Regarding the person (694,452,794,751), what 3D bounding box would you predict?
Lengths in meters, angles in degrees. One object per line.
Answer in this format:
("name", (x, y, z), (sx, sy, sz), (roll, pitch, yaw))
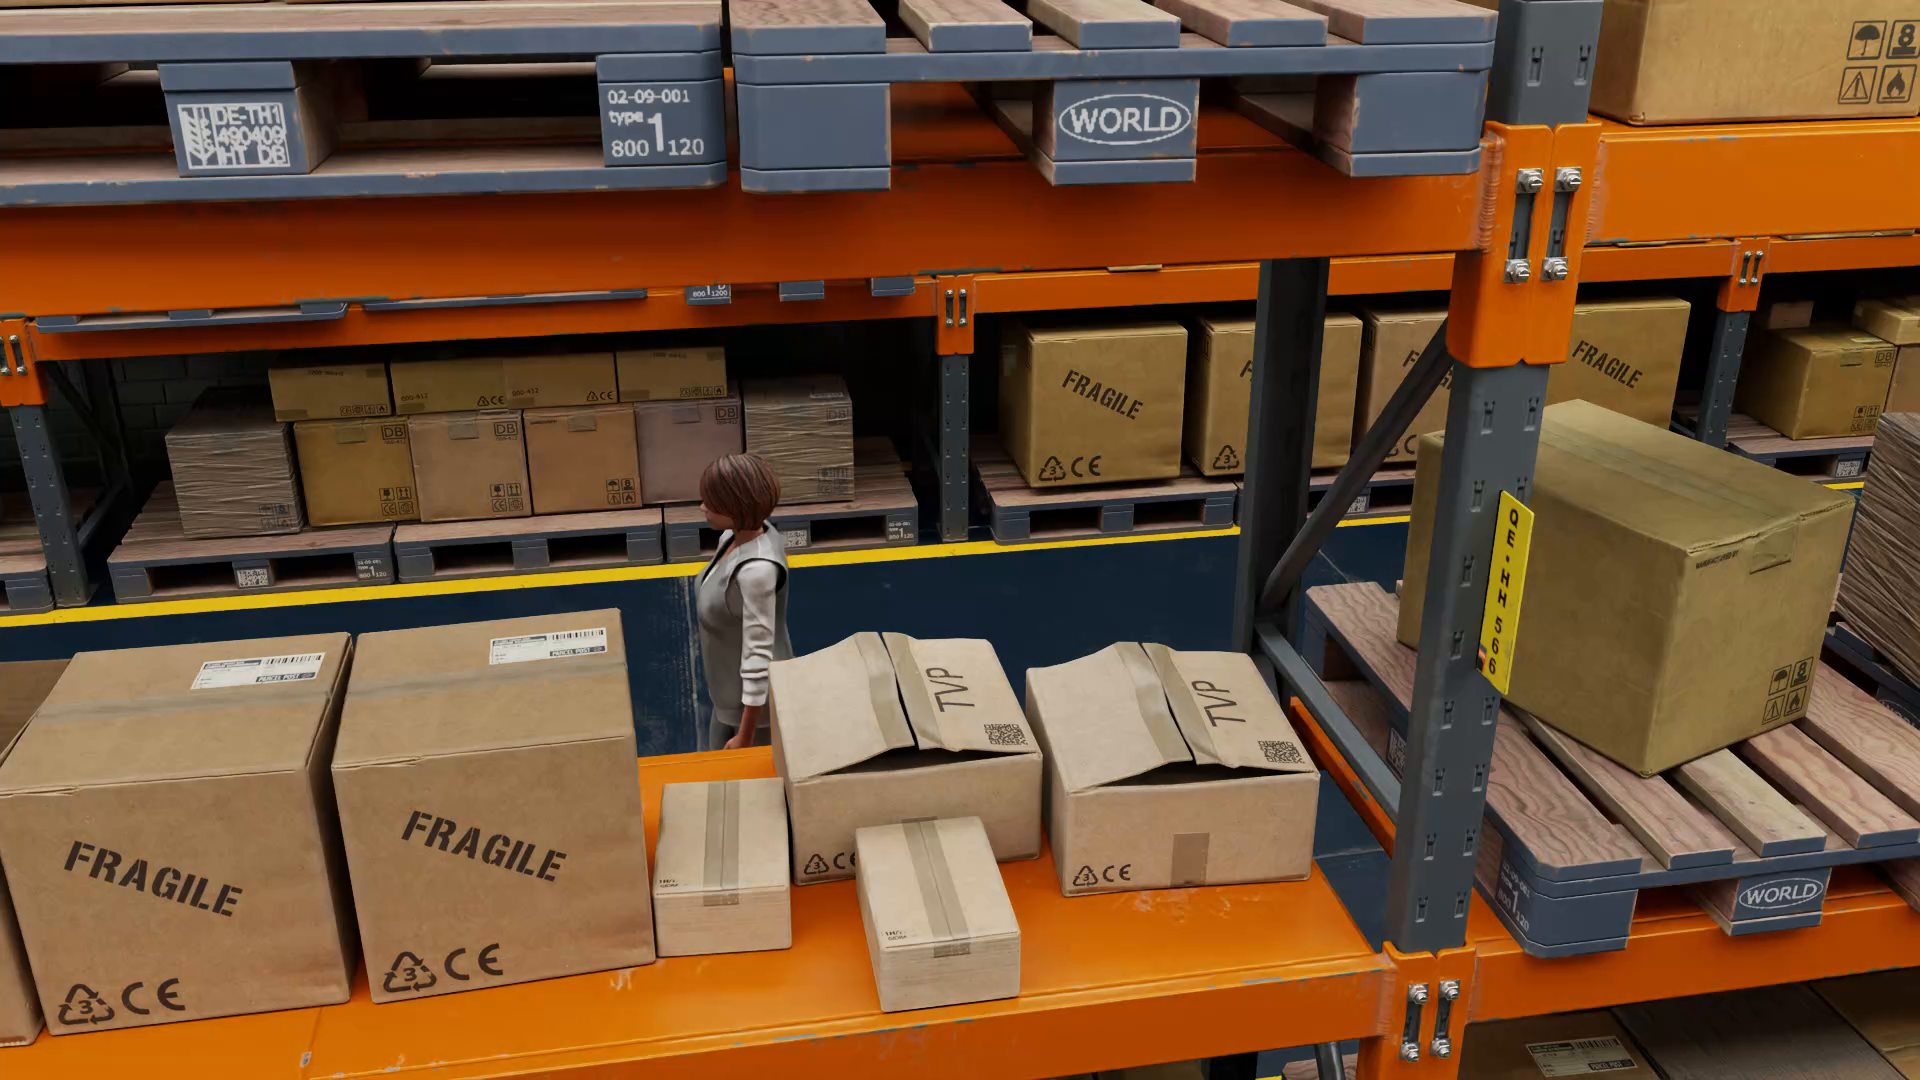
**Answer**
("person", (-0.685, 0.516, 4.948), (0.464, 1.622, 0.446), (-7, 25, -16))
